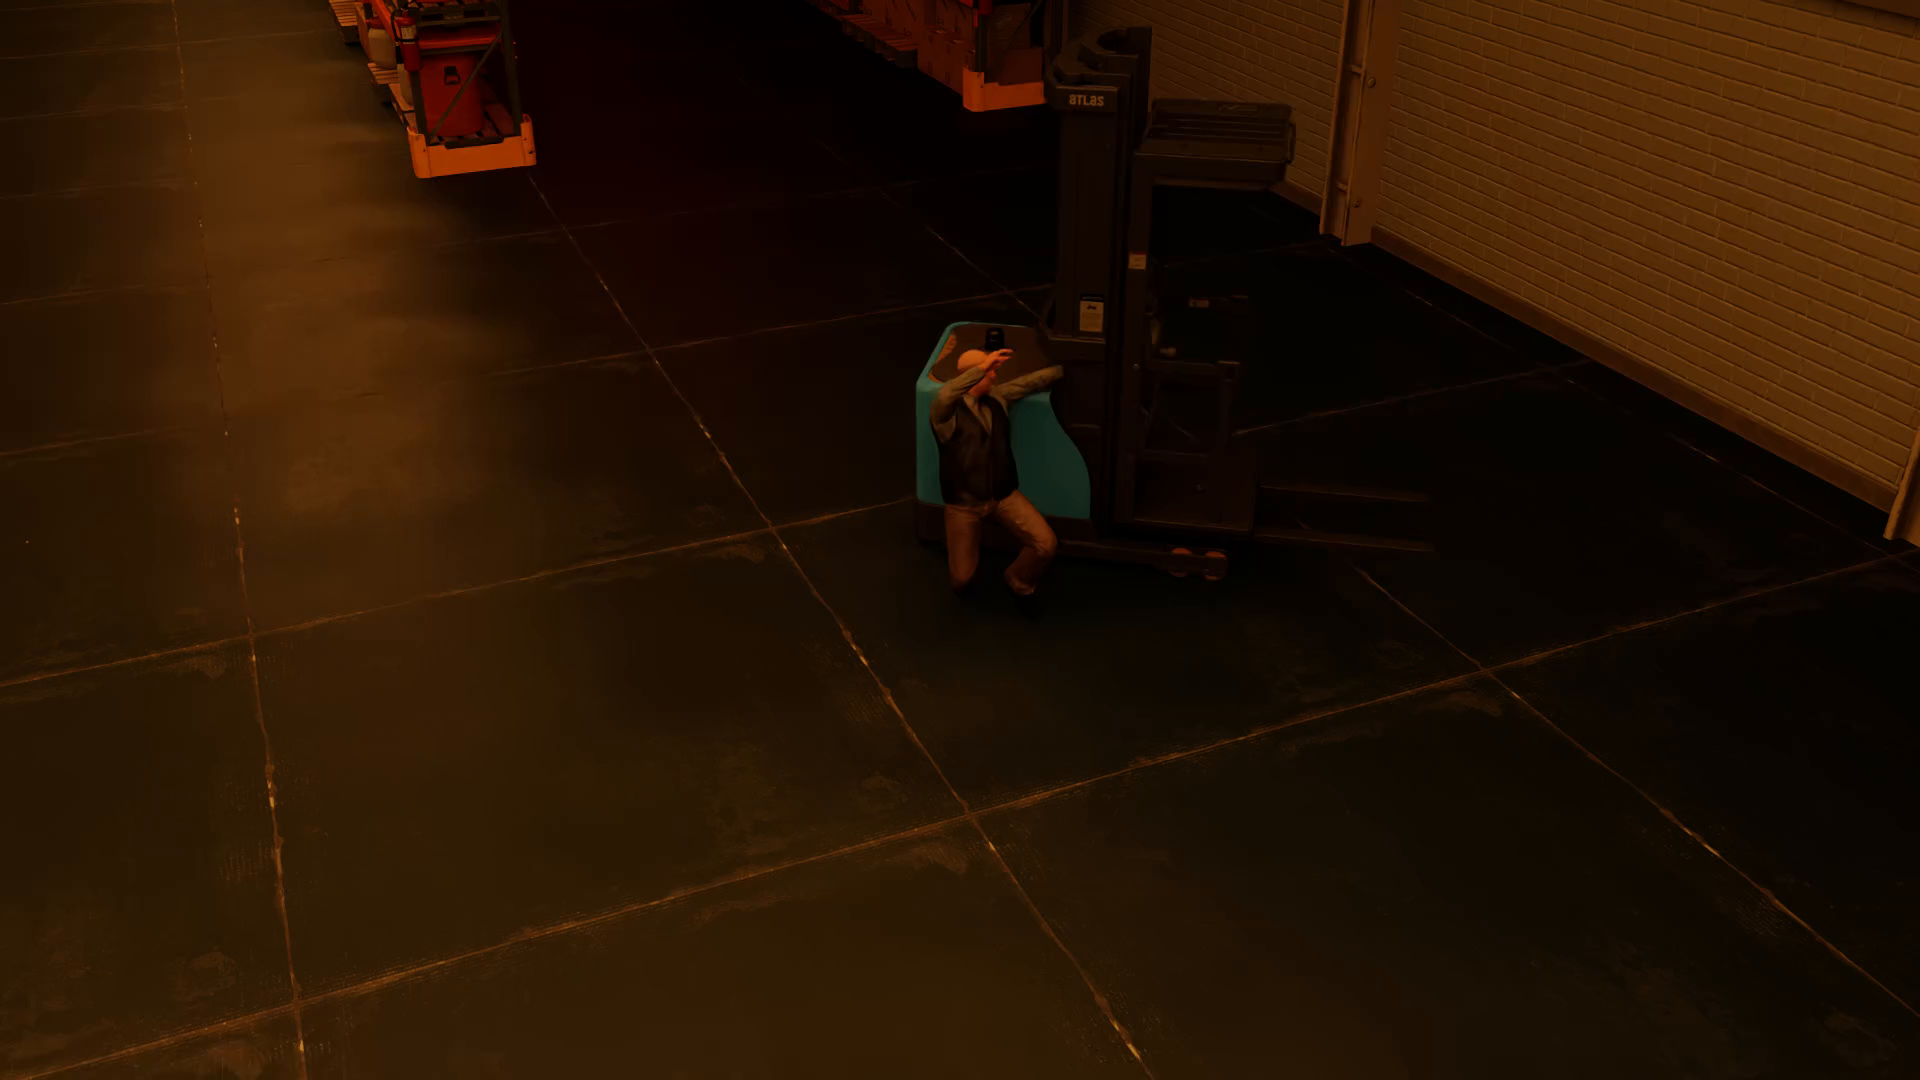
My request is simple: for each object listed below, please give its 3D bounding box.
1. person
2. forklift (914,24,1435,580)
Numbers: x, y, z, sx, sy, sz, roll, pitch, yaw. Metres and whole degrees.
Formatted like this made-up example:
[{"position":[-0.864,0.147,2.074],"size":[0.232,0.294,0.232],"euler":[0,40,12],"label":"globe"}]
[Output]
[{"position":[0.391,-0.353,9.160],"size":[1.079,1.584,0.851],"euler":[-12,32,-21],"label":"person"},{"position":[1.298,-1.326,9.438],"size":[3.031,2.935,1.130],"euler":[6,30,10],"label":"forklift"}]
